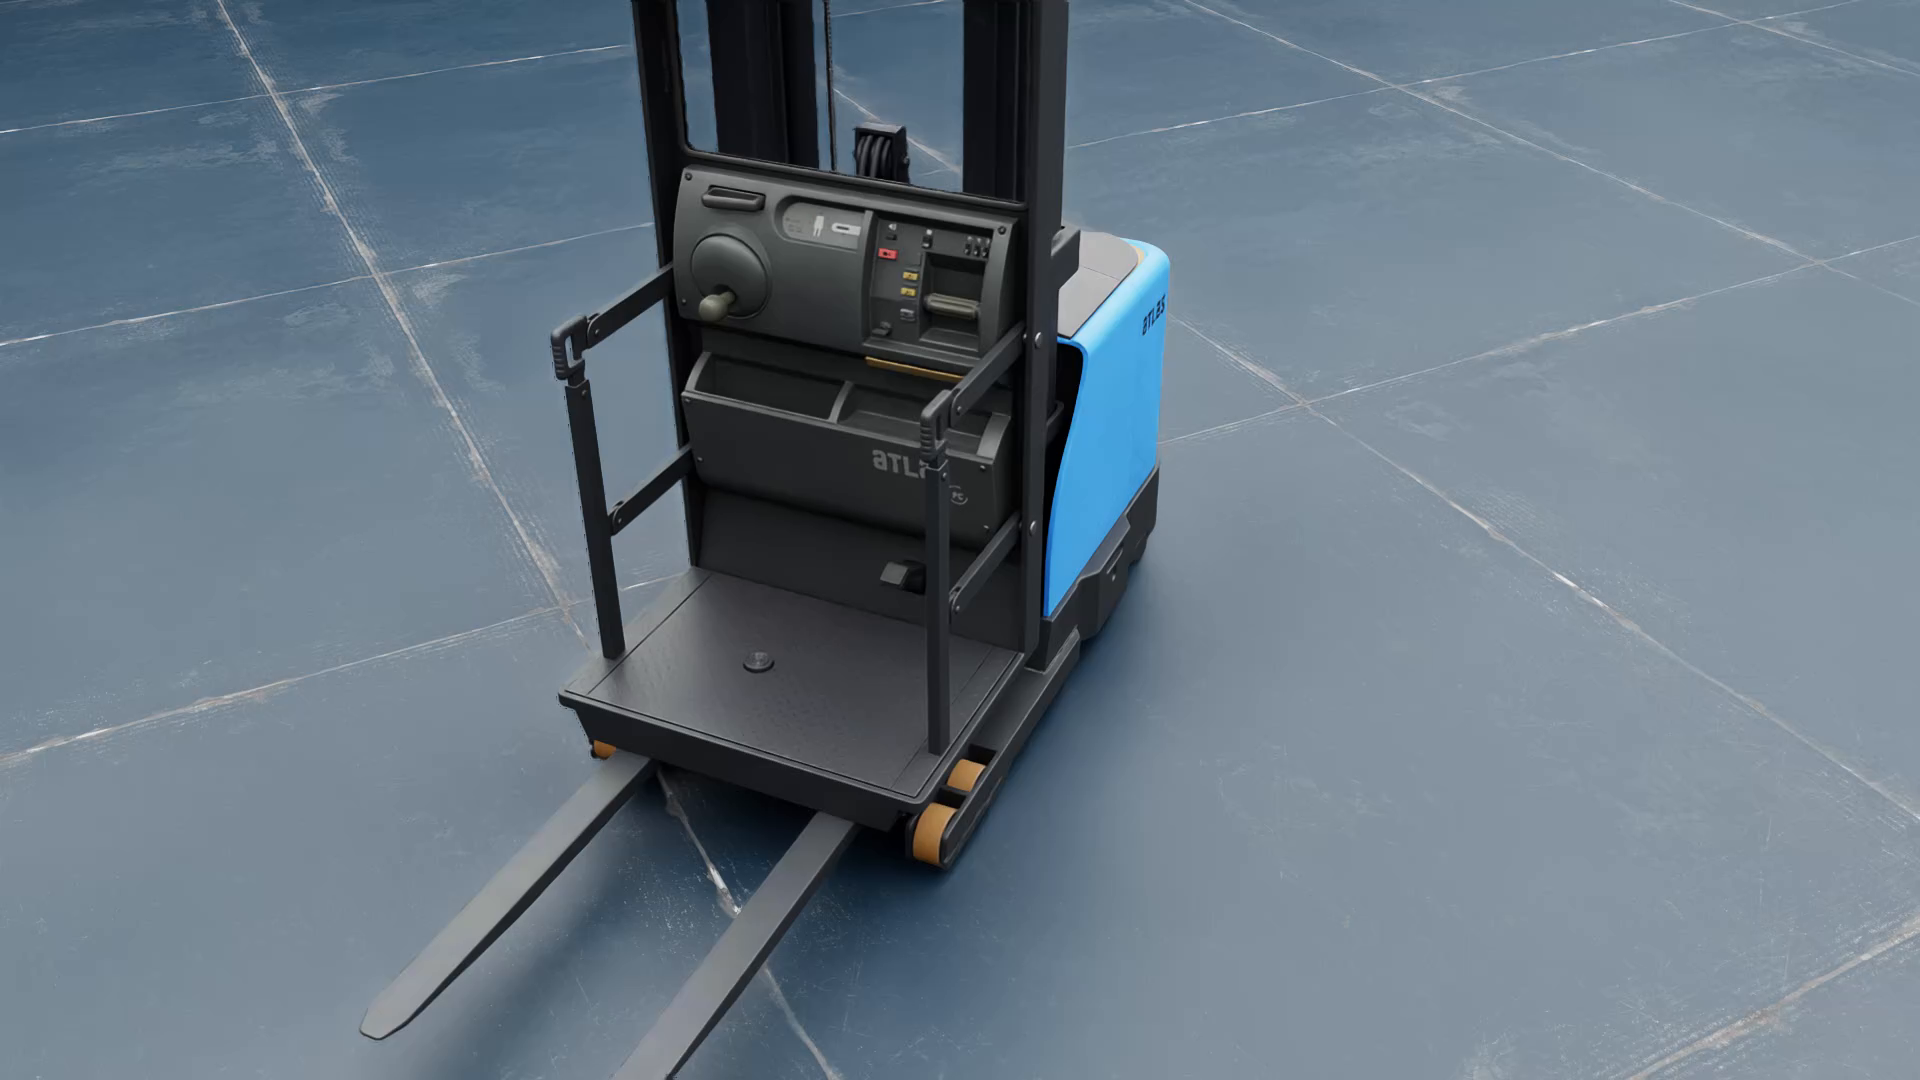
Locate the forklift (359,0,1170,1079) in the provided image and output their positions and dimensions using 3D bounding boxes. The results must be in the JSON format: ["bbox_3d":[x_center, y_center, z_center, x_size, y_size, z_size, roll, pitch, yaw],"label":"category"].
[{"bbox_3d":[-0.396,-0.638,4.028,1.130,2.935,3.031,14,35,20],"label":"forklift"}]
